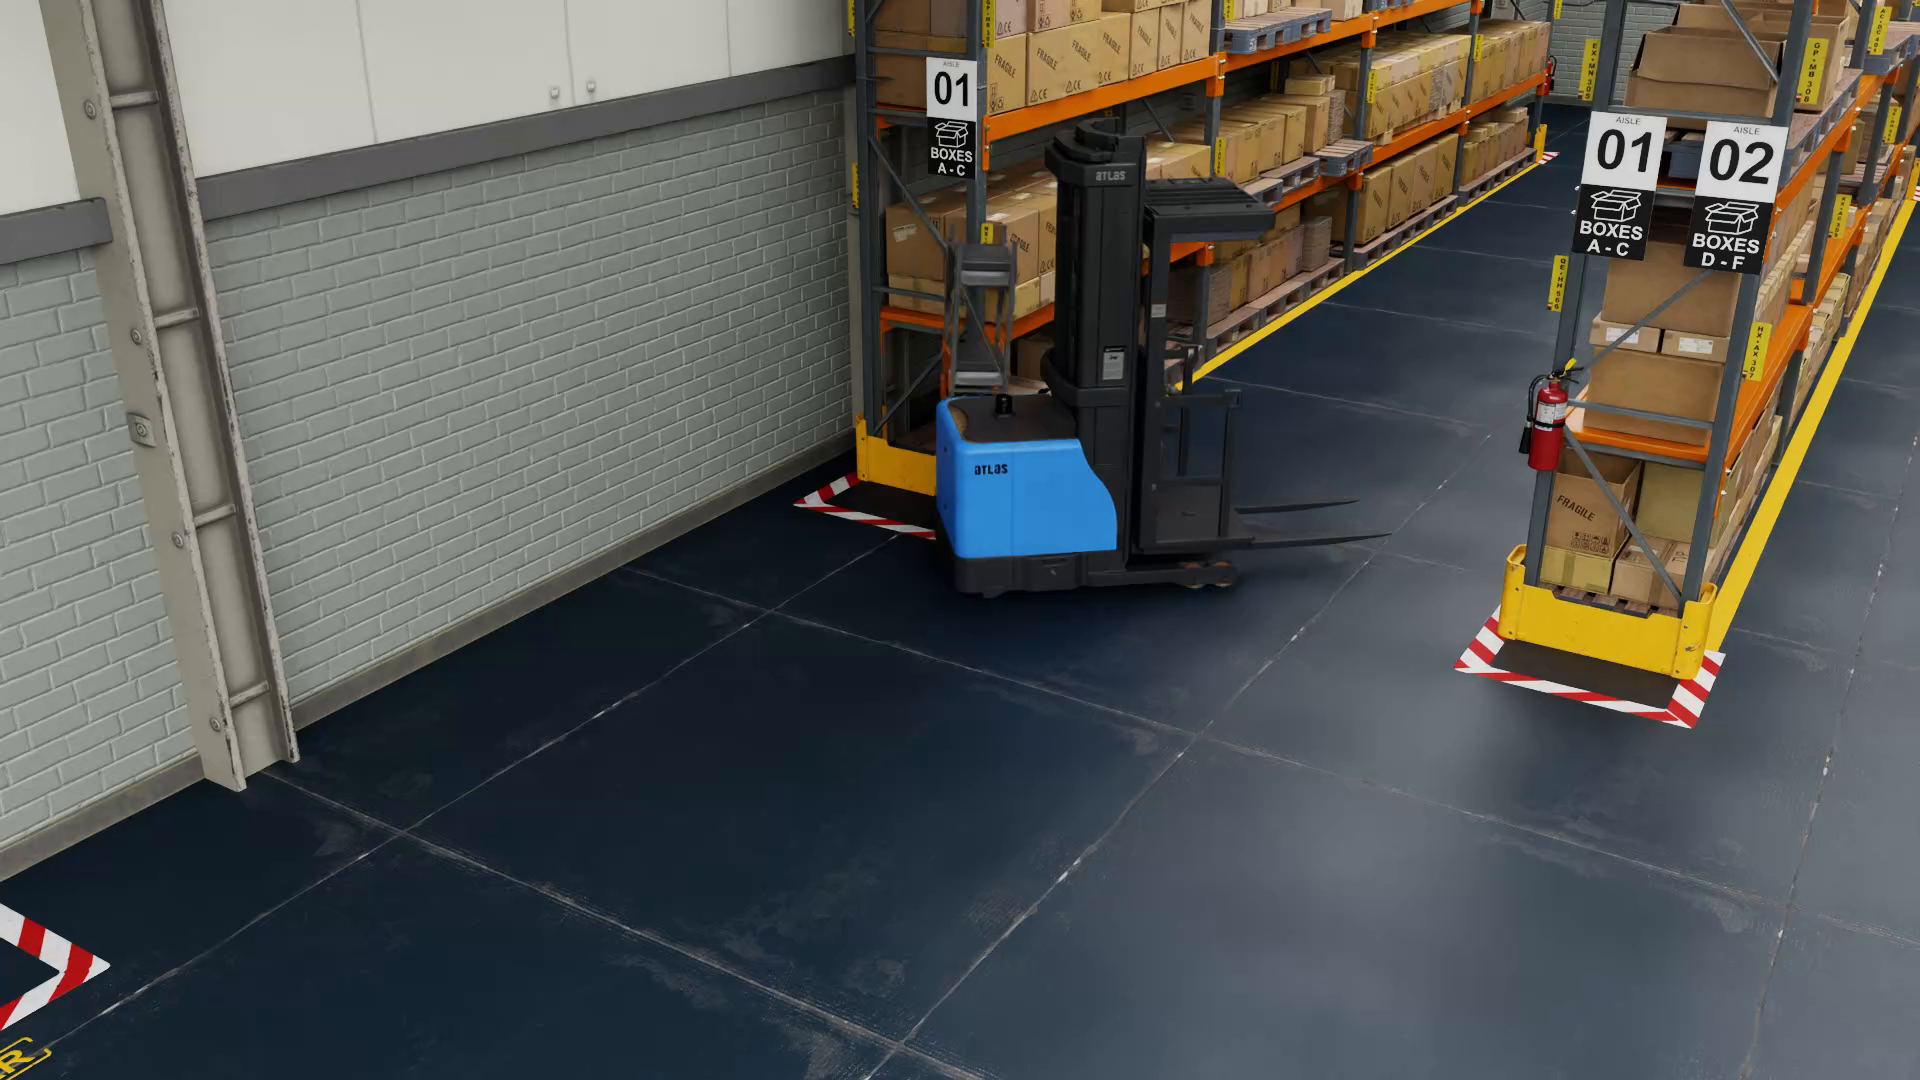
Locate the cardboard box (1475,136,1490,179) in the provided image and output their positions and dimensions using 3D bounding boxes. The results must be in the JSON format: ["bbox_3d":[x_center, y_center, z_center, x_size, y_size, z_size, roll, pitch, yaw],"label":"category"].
[{"bbox_3d":[6.805,-5.260,22.741,0.700,0.500,0.500,14,27,28],"label":"cardboard box"}]

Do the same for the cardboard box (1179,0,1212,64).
[{"bbox_3d":[1.778,-4.323,14.033,0.500,0.500,0.500,15,27,30],"label":"cardboard box"}]

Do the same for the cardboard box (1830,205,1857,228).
[{"bbox_3d":[7.916,-2.951,15.106,0.380,0.149,0.250,14,27,29],"label":"cardboard box"}]

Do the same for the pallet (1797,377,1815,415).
[{"bbox_3d":[7.044,-1.468,14.875,1.003,0.211,1.213,14,27,29],"label":"pallet"}]

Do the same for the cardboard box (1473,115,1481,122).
[{"bbox_3d":[7.110,-5.906,23.419,0.380,0.149,0.250,14,27,29],"label":"cardboard box"}]

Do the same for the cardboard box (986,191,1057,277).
[{"bbox_3d":[0.502,-2.311,12.533,0.500,0.500,0.500,14,27,29],"label":"cardboard box"}]

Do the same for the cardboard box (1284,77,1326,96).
[{"bbox_3d":[3.632,-4.775,17.509,0.380,0.149,0.250,9,25,20],"label":"cardboard box"}]

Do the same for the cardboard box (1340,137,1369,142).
[{"bbox_3d":[4.316,-4.421,18.477,0.380,0.149,0.250,13,27,28],"label":"cardboard box"}]

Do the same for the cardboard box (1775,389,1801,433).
[{"bbox_3d":[6.469,-1.092,13.430,0.500,0.250,0.500,13,27,28],"label":"cardboard box"}]

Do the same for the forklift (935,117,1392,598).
[{"bbox_3d":[1.389,-1.224,10.888,3.031,2.935,1.130,-3,24,-8],"label":"forklift"}]

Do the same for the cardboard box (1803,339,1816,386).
[{"bbox_3d":[6.744,-1.521,13.713,0.500,0.311,0.500,14,27,28],"label":"cardboard box"}]

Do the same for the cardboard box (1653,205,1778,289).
[{"bbox_3d":[4.759,-1.890,10.582,0.700,0.500,0.500,14,27,29],"label":"cardboard box"}]

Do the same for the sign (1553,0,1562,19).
[{"bbox_3d":[8.619,-7.686,23.973,0.100,0.325,0.005,14,27,29],"label":"sign"}]

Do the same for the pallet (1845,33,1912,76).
[{"bbox_3d":[7.286,-4.091,13.887,1.003,0.211,1.213,15,28,31],"label":"pallet"}]

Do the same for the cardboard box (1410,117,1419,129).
[{"bbox_3d":[5.260,-5.028,19.879,0.380,0.149,0.250,15,27,31],"label":"cardboard box"}]

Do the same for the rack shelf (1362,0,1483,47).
[{"bbox_3d":[5.000,-6.186,19.393,1.077,0.370,4.000,14,27,29],"label":"rack shelf"}]

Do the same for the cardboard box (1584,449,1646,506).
[{"bbox_3d":[4.481,-0.586,11.317,0.500,0.500,0.500,14,27,29],"label":"cardboard box"}]

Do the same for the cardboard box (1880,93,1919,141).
[{"bbox_3d":[10.766,-4.938,19.255,0.500,0.500,0.500,15,27,30],"label":"cardboard box"}]

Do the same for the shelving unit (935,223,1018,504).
[{"bbox_3d":[0.099,-1.114,11.644,0.431,2.100,0.503,0,23,-7],"label":"shelving unit"}]

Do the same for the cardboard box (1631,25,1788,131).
[{"bbox_3d":[4.242,-2.601,9.372,0.797,0.503,0.637,16,28,33],"label":"cardboard box"}]

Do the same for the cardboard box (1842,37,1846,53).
[{"bbox_3d":[6.379,-3.784,12.599,0.500,0.250,0.500,17,29,34],"label":"cardboard box"}]

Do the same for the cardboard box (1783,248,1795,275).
[{"bbox_3d":[5.546,-1.941,11.516,0.380,0.149,0.250,14,27,29],"label":"cardboard box"}]

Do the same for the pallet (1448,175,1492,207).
[{"bbox_3d":[6.523,-4.775,22.514,1.003,0.211,1.213,14,27,29],"label":"pallet"}]

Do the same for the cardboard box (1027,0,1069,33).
[{"bbox_3d":[0.442,-3.892,11.780,0.500,0.500,0.500,14,27,28],"label":"cardboard box"}]

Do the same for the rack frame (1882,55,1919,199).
[{"bbox_3d":[10.266,-4.777,19.010,1.000,3.000,0.127,14,27,29],"label":"rack frame"}]

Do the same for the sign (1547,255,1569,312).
[{"bbox_3d":[3.482,-1.486,9.651,0.100,0.325,0.005,14,27,29],"label":"sign"}]

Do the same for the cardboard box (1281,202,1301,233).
[{"bbox_3d":[3.256,-3.430,17.546,0.500,0.250,0.500,14,27,30],"label":"cardboard box"}]

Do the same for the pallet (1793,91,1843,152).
[{"bbox_3d":[4.973,-2.710,10.569,1.003,0.211,1.213,14,27,29],"label":"pallet"}]

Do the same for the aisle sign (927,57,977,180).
[{"bbox_3d":[-0.058,-2.870,11.331,0.394,0.787,0.004,14,27,29],"label":"aisle sign"}]

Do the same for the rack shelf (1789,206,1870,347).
[{"bbox_3d":[7.101,-2.422,14.475,1.077,0.370,4.000,14,27,29],"label":"rack shelf"}]

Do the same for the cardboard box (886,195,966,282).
[{"bbox_3d":[-0.207,-2.252,12.396,0.500,0.500,0.500,14,27,28],"label":"cardboard box"}]

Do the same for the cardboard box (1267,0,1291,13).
[{"bbox_3d":[2.842,-5.313,15.818,0.500,0.500,0.500,13,27,27],"label":"cardboard box"}]

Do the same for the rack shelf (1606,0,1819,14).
[{"bbox_3d":[4.991,-3.642,10.244,1.077,0.370,4.000,14,27,29],"label":"rack shelf"}]

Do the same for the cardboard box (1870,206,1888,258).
[{"bbox_3d":[9.981,-3.440,18.514,0.500,0.500,0.500,14,27,29],"label":"cardboard box"}]

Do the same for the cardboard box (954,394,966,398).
[{"bbox_3d":[0.167,-0.947,12.992,0.500,0.311,0.500,11,26,23],"label":"cardboard box"}]

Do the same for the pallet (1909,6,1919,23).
[{"bbox_3d":[9.318,-5.512,17.167,1.213,0.211,1.003,14,27,29],"label":"pallet"}]

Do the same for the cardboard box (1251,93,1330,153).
[{"bbox_3d":[3.434,-4.357,17.359,0.700,0.500,0.500,11,26,24],"label":"cardboard box"}]

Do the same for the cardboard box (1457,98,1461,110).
[{"bbox_3d":[6.117,-5.535,21.050,0.380,0.149,0.250,14,27,29],"label":"cardboard box"}]

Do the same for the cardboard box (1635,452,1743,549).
[{"bbox_3d":[4.670,-0.306,10.669,0.500,0.500,0.500,14,27,29],"label":"cardboard box"}]

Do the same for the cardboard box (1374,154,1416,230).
[{"bbox_3d":[4.912,-4.185,19.820,0.750,0.750,0.750,14,27,29],"label":"cardboard box"}]

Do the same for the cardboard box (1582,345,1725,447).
[{"bbox_3d":[4.193,-0.928,9.992,0.700,0.500,0.500,14,27,29],"label":"cardboard box"}]

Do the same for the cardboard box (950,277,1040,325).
[{"bbox_3d":[0.252,-1.803,12.302,0.500,0.250,0.500,13,27,27],"label":"cardboard box"}]

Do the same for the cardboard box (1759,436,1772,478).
[{"bbox_3d":[5.715,-0.639,12.383,0.500,0.250,0.500,14,27,29],"label":"cardboard box"}]

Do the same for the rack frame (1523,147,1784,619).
[{"bbox_3d":[3.936,-0.727,9.654,1.000,3.000,0.127,14,27,29],"label":"rack frame"}]

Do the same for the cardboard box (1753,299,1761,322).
[{"bbox_3d":[4.730,-1.416,10.304,0.380,0.149,0.250,13,27,28],"label":"cardboard box"}]

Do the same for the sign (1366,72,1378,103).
[{"bbox_3d":[4.411,-4.849,17.817,0.100,0.325,0.005,14,27,29],"label":"sign"}]

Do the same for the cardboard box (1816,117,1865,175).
[{"bbox_3d":[8.392,-3.902,16.333,0.700,0.500,0.500,5,24,11],"label":"cardboard box"}]

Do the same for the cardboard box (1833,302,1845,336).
[{"bbox_3d":[8.085,-2.129,15.826,0.500,0.250,0.500,15,27,30],"label":"cardboard box"}]

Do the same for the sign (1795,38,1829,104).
[{"bbox_3d":[4.404,-2.423,8.595,0.100,0.325,0.005,14,27,29],"label":"sign"}]

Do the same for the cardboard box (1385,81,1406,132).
[{"bbox_3d":[4.703,-4.941,18.862,0.500,0.500,0.500,15,28,31],"label":"cardboard box"}]

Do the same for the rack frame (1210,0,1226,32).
[{"bbox_3d":[1.835,-5.867,13.976,1.000,3.000,0.127,14,27,29],"label":"rack frame"}]

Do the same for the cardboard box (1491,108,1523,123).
[{"bbox_3d":[7.834,-6.082,23.826,0.380,0.149,0.250,15,27,30],"label":"cardboard box"}]

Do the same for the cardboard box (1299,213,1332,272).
[{"bbox_3d":[3.610,-3.265,18.109,0.700,0.500,0.500,14,27,30],"label":"cardboard box"}]

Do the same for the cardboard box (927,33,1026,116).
[{"bbox_3d":[0.114,-3.256,11.569,0.500,0.500,0.500,15,27,30],"label":"cardboard box"}]

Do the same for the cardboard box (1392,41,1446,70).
[{"bbox_3d":[5.479,-5.796,19.893,0.500,0.250,0.500,14,27,30],"label":"cardboard box"}]

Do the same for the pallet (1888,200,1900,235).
[{"bbox_3d":[11.271,-4.143,21.054,1.003,0.211,1.213,14,27,29],"label":"pallet"}]
